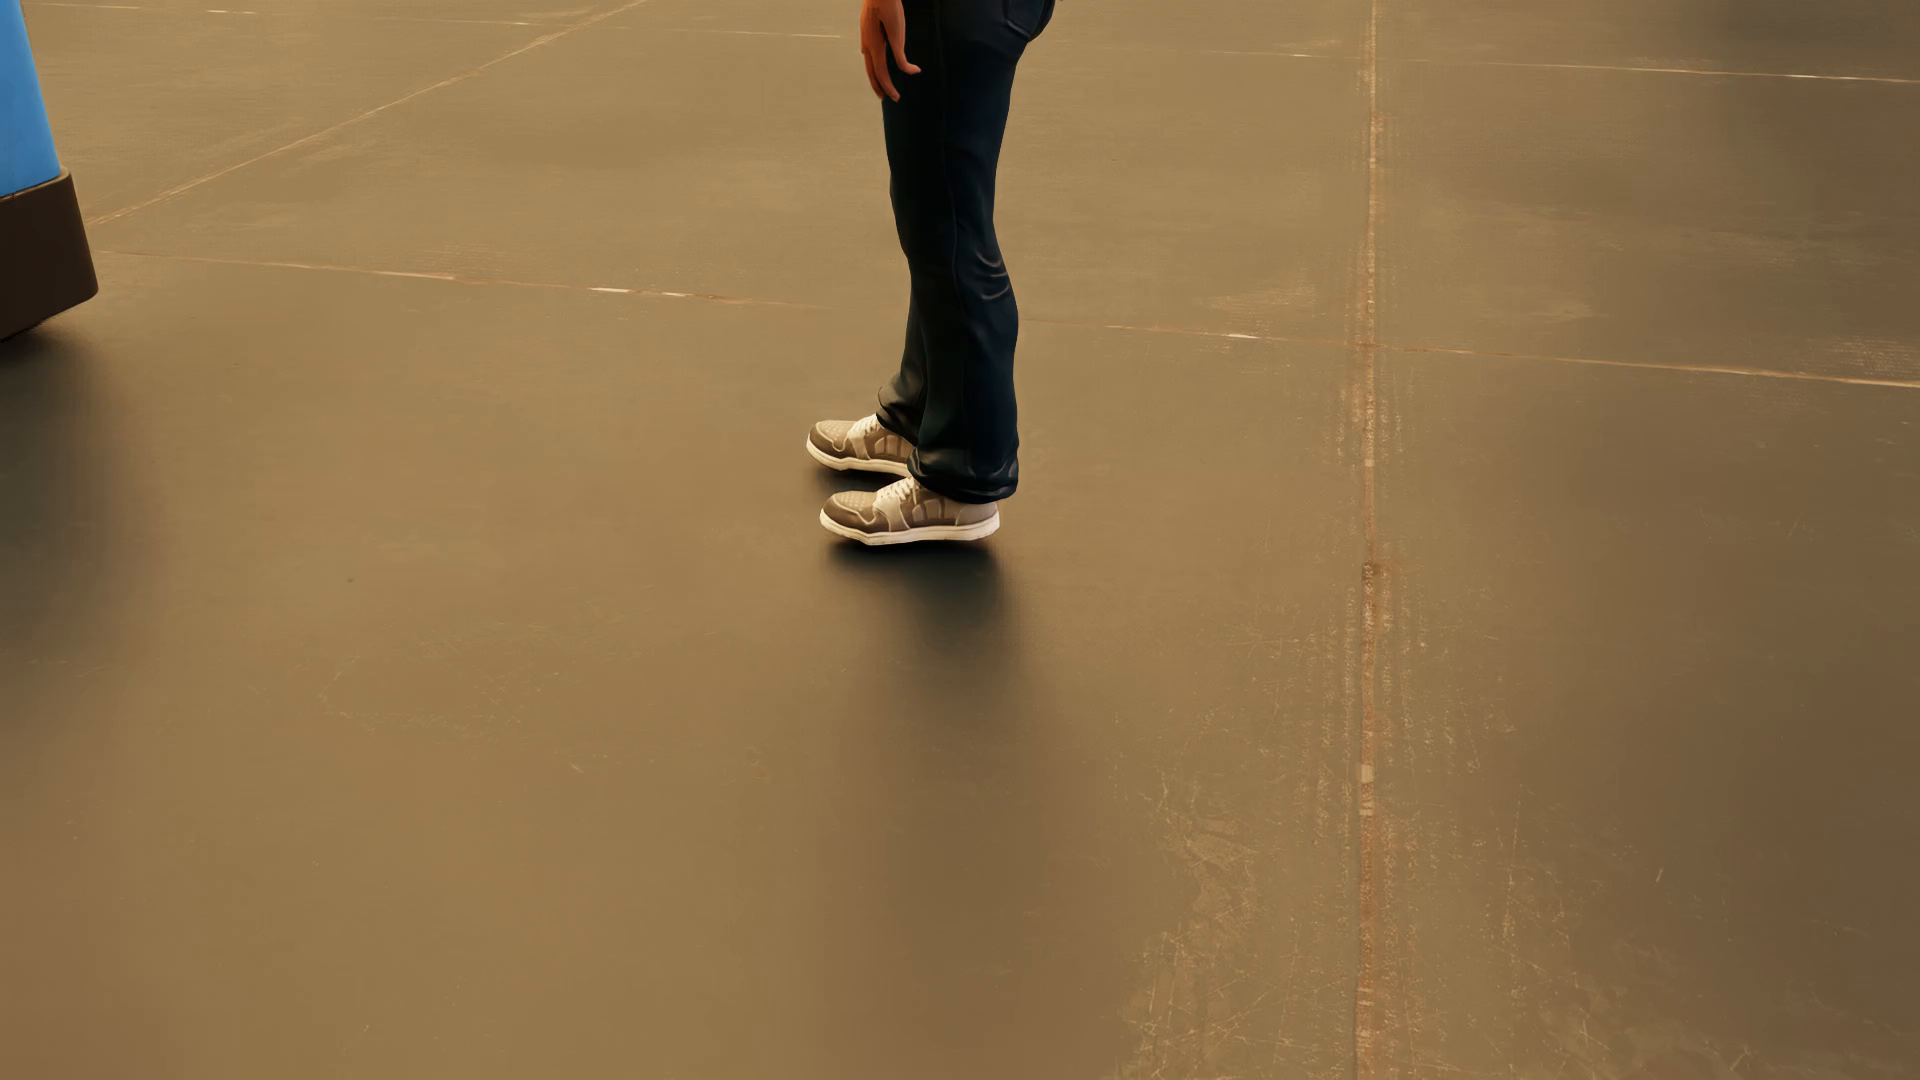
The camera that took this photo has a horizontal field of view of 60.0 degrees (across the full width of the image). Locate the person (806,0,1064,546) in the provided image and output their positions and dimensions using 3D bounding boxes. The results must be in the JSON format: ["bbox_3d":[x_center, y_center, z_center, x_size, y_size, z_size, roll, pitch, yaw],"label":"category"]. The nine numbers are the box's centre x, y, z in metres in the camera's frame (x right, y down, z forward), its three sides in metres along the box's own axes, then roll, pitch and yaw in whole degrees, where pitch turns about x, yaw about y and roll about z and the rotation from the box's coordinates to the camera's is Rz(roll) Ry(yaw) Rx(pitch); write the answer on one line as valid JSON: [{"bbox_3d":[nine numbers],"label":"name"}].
[{"bbox_3d":[-0.070,-0.733,2.164,0.473,1.599,0.520,6,27,11],"label":"person"}]

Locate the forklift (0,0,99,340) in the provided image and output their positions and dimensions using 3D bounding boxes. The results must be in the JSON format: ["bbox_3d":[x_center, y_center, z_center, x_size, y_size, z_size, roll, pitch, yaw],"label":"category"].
[{"bbox_3d":[-3.288,-1.686,2.587,3.031,2.935,1.130,6,27,12],"label":"forklift"}]
